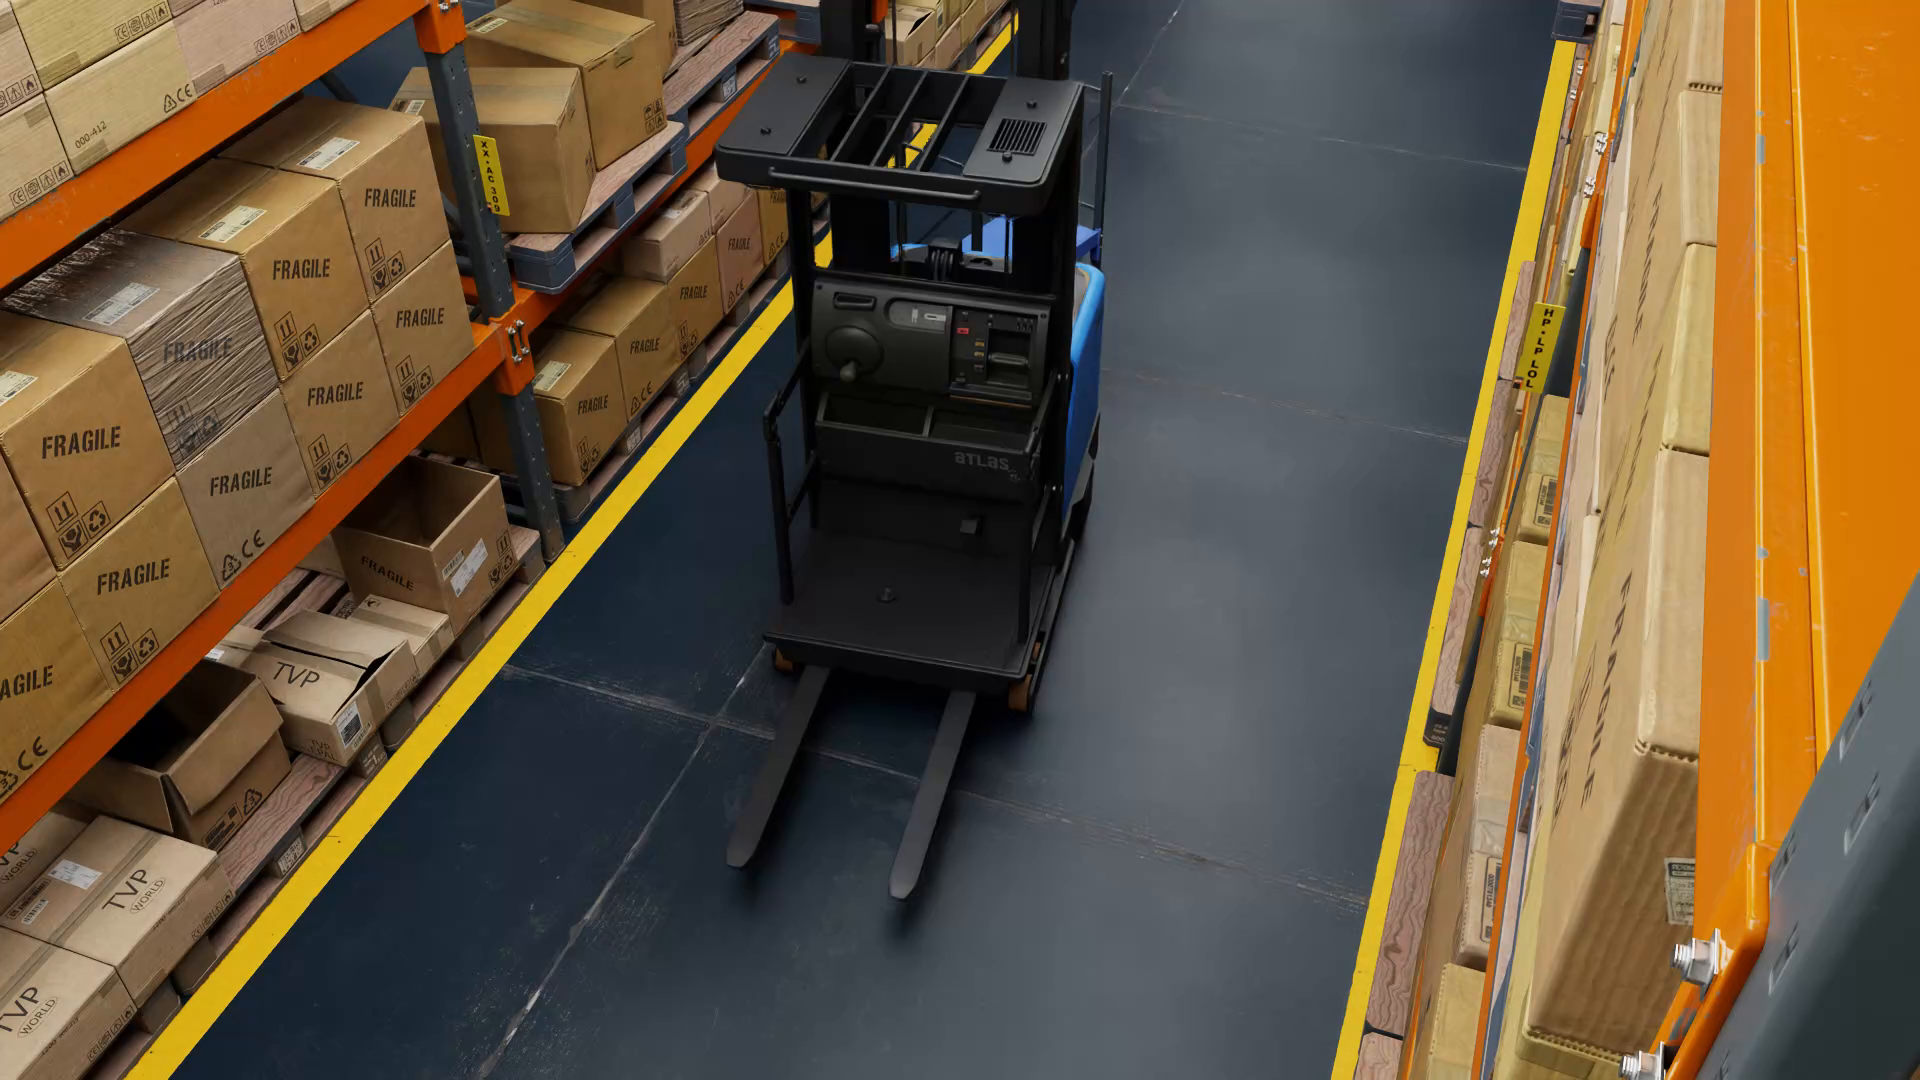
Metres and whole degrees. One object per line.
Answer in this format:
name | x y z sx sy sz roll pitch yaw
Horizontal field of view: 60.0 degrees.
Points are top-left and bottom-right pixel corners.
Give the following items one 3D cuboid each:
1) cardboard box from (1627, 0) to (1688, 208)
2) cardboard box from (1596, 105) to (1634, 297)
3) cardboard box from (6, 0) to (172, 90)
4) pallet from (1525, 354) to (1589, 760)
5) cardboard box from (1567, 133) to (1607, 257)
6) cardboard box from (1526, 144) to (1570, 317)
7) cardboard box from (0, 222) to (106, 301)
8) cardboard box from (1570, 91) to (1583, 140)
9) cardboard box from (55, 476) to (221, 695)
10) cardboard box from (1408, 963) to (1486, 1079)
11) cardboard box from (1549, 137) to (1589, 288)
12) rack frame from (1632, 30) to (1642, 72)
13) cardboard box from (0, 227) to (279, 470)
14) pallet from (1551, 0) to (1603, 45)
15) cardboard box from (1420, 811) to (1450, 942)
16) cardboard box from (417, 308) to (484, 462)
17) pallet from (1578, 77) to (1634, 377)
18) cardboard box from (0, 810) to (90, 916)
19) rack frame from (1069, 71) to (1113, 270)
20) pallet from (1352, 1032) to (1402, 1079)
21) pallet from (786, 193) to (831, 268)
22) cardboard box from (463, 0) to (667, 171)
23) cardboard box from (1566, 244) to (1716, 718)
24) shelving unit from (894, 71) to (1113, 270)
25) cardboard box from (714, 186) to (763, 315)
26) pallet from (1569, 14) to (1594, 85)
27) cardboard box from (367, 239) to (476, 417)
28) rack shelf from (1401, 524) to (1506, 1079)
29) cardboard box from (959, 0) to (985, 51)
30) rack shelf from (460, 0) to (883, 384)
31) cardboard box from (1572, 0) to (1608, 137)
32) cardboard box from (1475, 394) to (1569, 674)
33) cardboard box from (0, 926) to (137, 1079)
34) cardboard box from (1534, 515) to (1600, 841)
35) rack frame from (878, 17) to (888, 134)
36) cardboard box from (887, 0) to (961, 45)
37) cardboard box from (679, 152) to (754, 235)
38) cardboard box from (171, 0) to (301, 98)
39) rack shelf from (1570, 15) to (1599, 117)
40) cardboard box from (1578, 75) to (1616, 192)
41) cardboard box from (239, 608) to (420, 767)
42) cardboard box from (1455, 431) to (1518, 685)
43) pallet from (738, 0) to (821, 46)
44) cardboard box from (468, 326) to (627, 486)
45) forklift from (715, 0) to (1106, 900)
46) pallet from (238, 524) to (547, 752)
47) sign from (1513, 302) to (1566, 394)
cardboard box | 1.674 -0.960 3.344 0.500 0.500 0.500 12 42 14
cardboard box | 1.679 -0.692 3.608 0.500 0.250 0.500 12 42 14
cardboard box | -2.564 -1.487 4.554 0.500 0.250 0.500 13 42 15
pallet | 1.642 0.050 3.091 1.003 0.211 1.213 13 42 15
cardboard box | 2.454 -1.176 5.872 0.500 0.250 0.500 14 42 16
cardboard box | 3.344 -1.443 8.417 0.750 0.750 0.750 13 42 15
cardboard box | -3.083 -0.743 5.416 0.500 0.500 0.500 12 42 14
cardboard box | 3.124 -1.988 7.901 0.380 0.149 0.250 15 43 16
cardboard box | -2.755 0.086 5.215 0.500 0.500 0.500 14 42 16
cardboard box | 1.386 1.485 3.420 0.980 0.700 0.700 13 42 15
cardboard box | 2.617 -1.195 6.471 0.500 0.500 0.500 13 42 15
rack frame | 2.351 -2.363 3.540 1.000 3.000 0.127 13 42 15
cardboard box | -2.580 -0.610 5.260 0.500 0.500 0.500 14 42 15
pallet | 3.862 -2.906 8.946 1.213 0.211 1.003 13 42 15
cardboard box | 1.999 1.144 5.654 0.700 0.500 0.500 14 42 16
cardboard box | -2.406 -0.759 7.869 0.500 0.500 0.500 13 42 15
pallet | 2.061 -0.691 3.960 1.003 0.211 1.213 13 42 15
cardboard box | -3.366 1.181 5.787 0.500 0.250 0.500 13 42 15
rack frame | 0.534 -1.779 8.634 0.500 1.500 0.032 27 47 28
pallet | 1.602 2.173 4.994 1.003 0.211 1.213 13 42 15
pallet | -1.228 -2.110 10.014 1.003 0.211 1.213 13 42 15
cardboard box | -1.758 -2.048 7.393 0.700 0.500 0.500 20 44 22
cardboard box | 1.158 -0.018 2.240 0.500 0.500 0.500 15 43 16
shelving unit | 0.218 -1.521 8.331 0.538 1.500 1.048 27 47 28
cardboard box | -1.388 -1.574 8.825 0.500 0.500 0.500 12 42 13
pallet | 4.822 -3.424 11.554 1.003 0.211 1.213 13 42 15
cardboard box | -2.235 -0.854 6.317 0.500 0.500 0.500 14 42 16
rack shelf | 1.667 1.413 4.291 1.077 0.370 4.000 13 42 15
cardboard box | -0.139 -3.611 11.420 0.500 0.250 0.500 12 42 14
rack shelf | -1.622 -2.124 8.436 1.077 0.370 4.000 13 42 15
cardboard box | 3.124 -2.122 7.559 0.500 0.500 0.500 15 43 17
cardboard box | 2.150 0.132 5.006 0.980 0.700 0.700 14 42 16
cardboard box | -3.050 1.567 5.336 0.500 0.250 0.500 13 42 15
cardboard box | 1.161 0.254 2.499 0.500 0.250 0.500 12 42 13
rack frame | -0.938 -3.618 9.633 1.000 3.000 0.127 13 42 15
cardboard box | -0.311 -3.521 10.883 0.500 0.311 0.500 12 42 14
cardboard box | -1.398 -1.837 8.554 0.500 0.250 0.500 13 42 14
cardboard box | -2.403 -1.604 5.077 0.500 0.250 0.500 13 42 15
rack shelf | 4.403 -3.467 10.010 1.077 0.370 4.000 13 42 15
cardboard box | 2.629 -1.487 6.236 0.500 0.250 0.500 14 42 16
cardboard box | -2.490 0.546 6.486 0.500 0.311 0.500 13 42 15
cardboard box | 2.451 0.152 6.547 0.750 0.750 0.750 14 42 16
pallet | -1.103 -3.116 9.192 1.213 0.211 1.003 13 42 15
cardboard box | -1.911 -0.635 7.724 0.500 0.500 0.500 11 42 13
forklift | -0.167 -0.682 6.245 1.130 2.935 3.031 9 41 10
pallet | -2.541 0.302 7.188 1.003 0.211 1.213 13 42 15
sign | 1.838 -0.606 5.271 0.100 0.325 0.005 13 42 15
